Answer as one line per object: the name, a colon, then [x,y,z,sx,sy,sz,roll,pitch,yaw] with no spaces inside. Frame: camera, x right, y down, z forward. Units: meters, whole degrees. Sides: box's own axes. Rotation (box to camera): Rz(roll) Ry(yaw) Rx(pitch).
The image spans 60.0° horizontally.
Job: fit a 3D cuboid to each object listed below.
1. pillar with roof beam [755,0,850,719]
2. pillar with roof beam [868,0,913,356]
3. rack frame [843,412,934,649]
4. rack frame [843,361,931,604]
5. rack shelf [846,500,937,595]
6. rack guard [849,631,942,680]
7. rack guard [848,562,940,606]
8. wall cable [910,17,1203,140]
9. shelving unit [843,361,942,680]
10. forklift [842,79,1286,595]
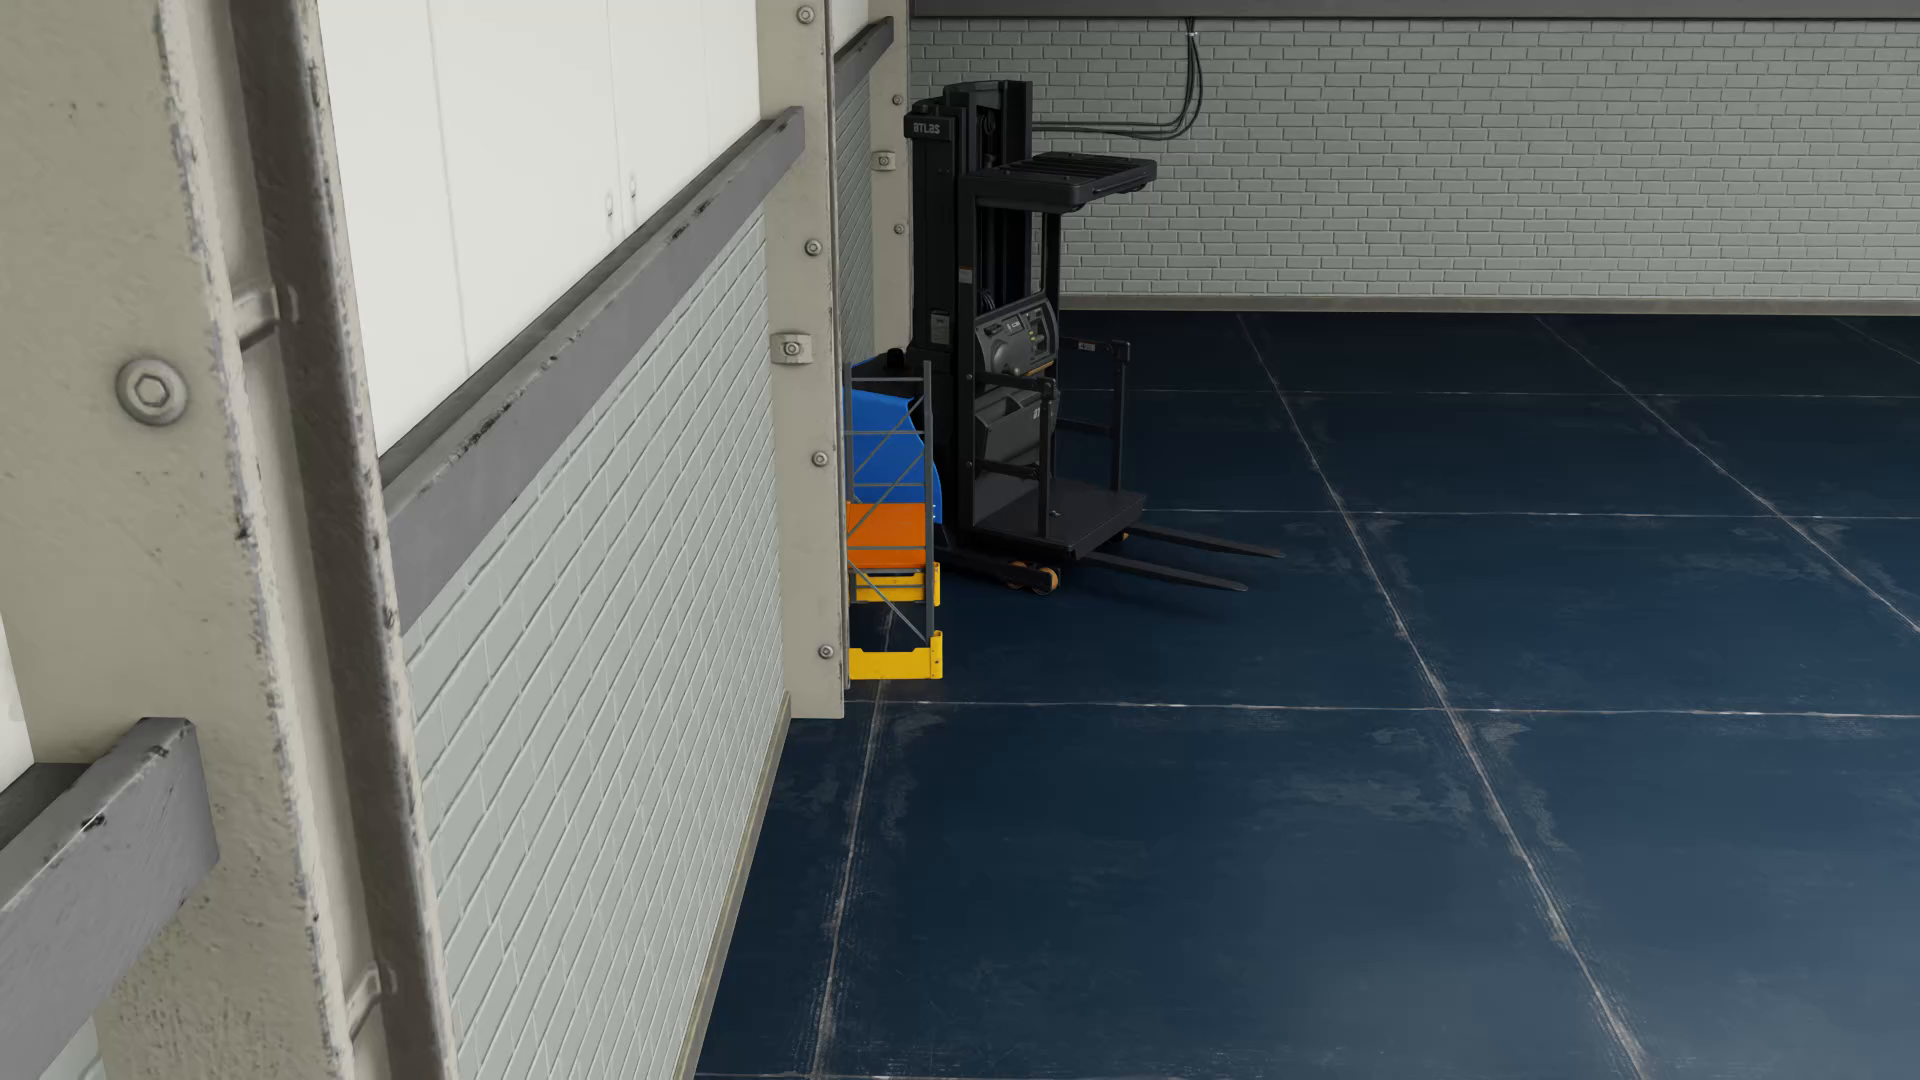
pillar with roof beam: [3.548,-3.294,7.079,9.100,9.000,0.400,1,21,2]
pillar with roof beam: [3.730,-5.463,12.670,9.100,9.000,0.400,1,21,2]
rack frame: [-0.391,0.046,8.837,0.500,1.500,0.032,-1,21,-1]
rack frame: [-0.416,-0.322,9.785,0.500,1.500,0.032,-1,21,-1]
rack shelf: [-0.404,0.030,9.376,0.538,0.185,1.000,-1,21,-1]
rack guard: [-0.391,0.628,9.064,0.587,0.250,0.087,-1,21,-1]
rack guard: [-0.416,0.268,9.992,0.587,0.250,0.087,-1,21,-1]
wall cable: [0.839,-5.114,16.061,3.097,2.526,0.112,1,21,2]
shelving unit: [-0.404,-0.135,9.302,0.587,1.500,1.083,-1,21,-1]
forklift: [0.533,-1.250,10.198,3.031,2.935,1.130,12,24,29]
